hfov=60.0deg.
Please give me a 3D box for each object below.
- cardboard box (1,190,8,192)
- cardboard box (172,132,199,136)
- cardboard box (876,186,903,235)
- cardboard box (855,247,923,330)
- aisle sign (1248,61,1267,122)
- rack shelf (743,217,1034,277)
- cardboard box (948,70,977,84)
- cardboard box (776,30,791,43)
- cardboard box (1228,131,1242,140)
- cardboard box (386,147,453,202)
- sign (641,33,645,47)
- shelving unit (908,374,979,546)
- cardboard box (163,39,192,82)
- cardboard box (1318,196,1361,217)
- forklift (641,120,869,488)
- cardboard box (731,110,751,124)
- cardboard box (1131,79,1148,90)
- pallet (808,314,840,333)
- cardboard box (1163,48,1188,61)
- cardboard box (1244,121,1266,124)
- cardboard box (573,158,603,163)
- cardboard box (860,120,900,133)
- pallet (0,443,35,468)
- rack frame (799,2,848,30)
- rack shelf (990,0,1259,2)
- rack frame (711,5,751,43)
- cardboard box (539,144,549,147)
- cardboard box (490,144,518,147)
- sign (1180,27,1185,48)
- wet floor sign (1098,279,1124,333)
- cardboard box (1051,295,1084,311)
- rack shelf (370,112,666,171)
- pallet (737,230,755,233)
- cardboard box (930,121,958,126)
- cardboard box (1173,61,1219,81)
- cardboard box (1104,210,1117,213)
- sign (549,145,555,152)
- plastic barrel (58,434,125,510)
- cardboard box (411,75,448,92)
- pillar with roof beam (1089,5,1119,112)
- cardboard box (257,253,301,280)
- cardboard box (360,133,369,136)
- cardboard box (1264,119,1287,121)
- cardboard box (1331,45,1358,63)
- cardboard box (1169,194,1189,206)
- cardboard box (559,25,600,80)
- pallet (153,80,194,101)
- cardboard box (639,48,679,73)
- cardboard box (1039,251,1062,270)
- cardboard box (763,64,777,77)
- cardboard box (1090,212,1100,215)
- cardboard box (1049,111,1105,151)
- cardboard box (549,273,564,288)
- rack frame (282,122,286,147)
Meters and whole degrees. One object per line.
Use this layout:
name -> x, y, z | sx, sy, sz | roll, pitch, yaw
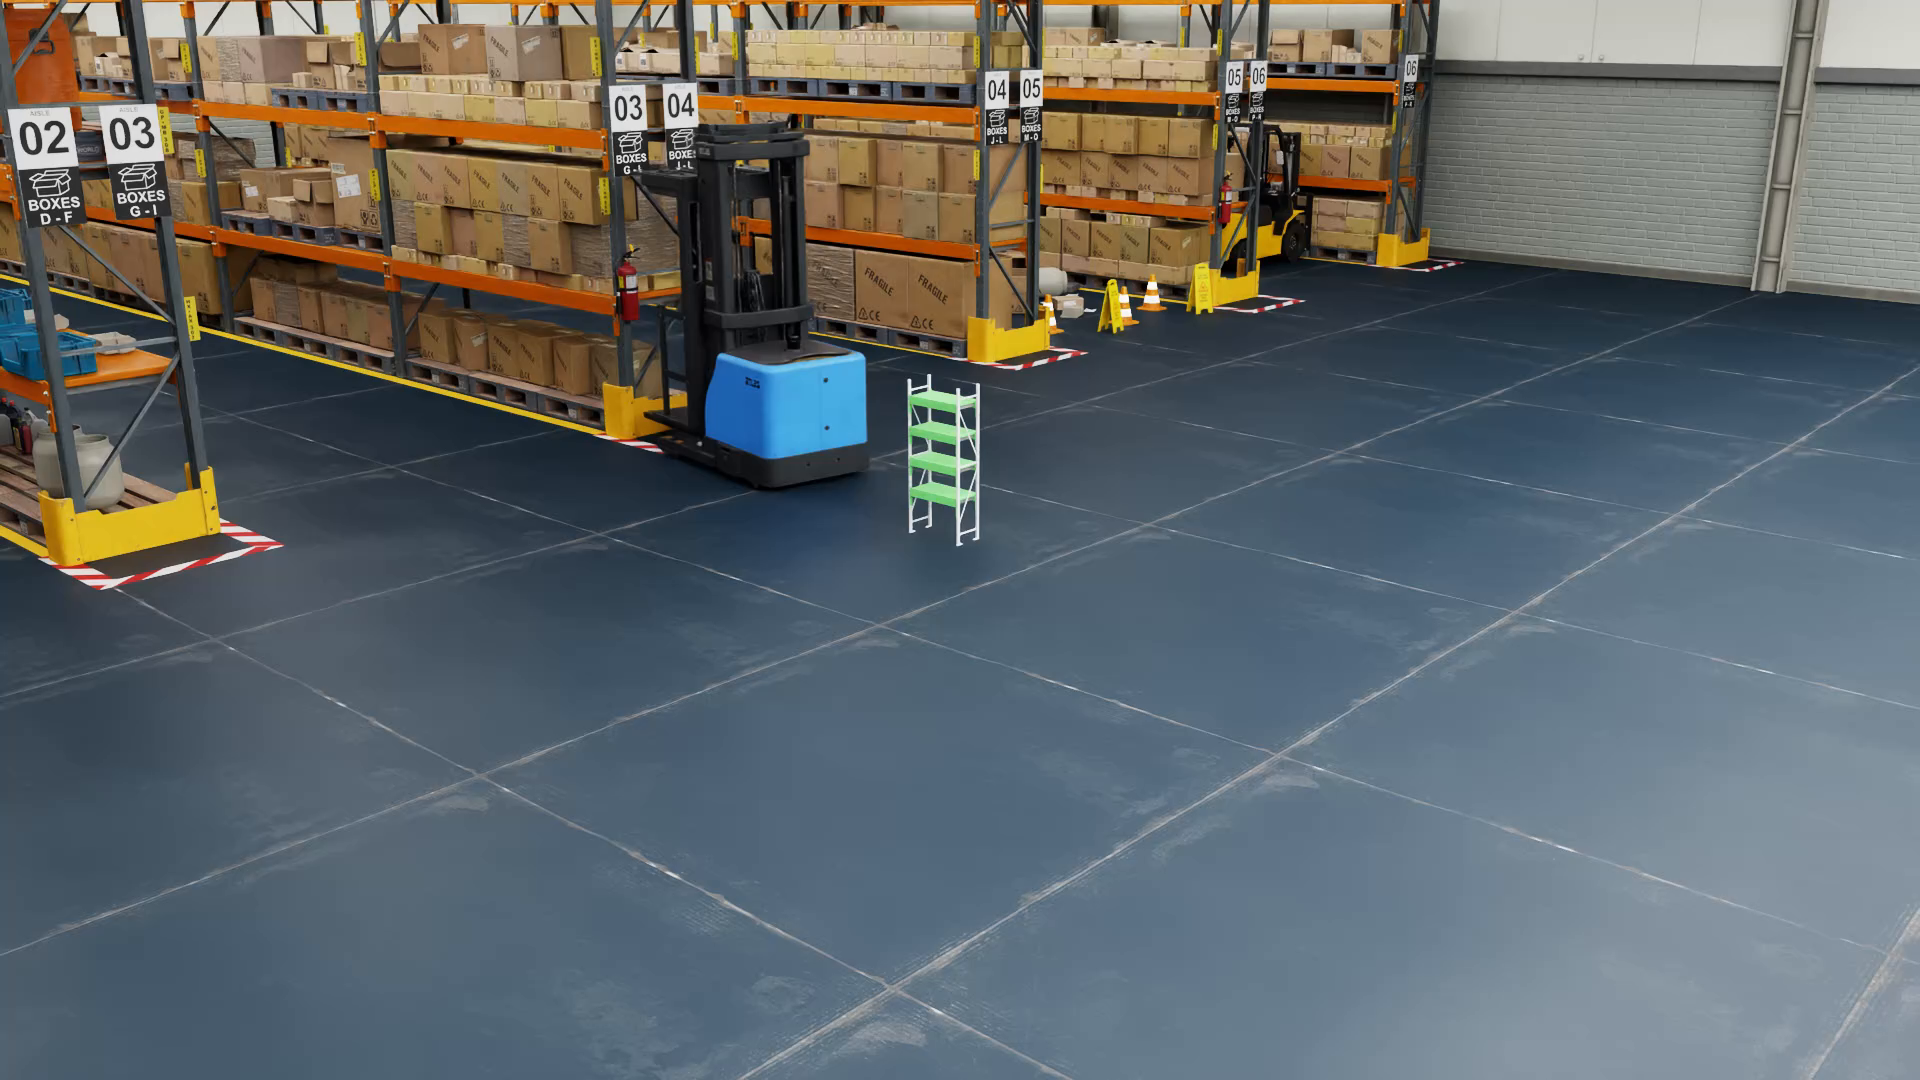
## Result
cardboard box -> -13.962, -5.253, 24.621 | 0.250, 0.149, 0.380 | 14, 23, 38
cardboard box -> -10.323, -5.060, 21.772 | 0.637, 0.503, 0.797 | 16, 24, 41
cardboard box -> -0.513, -3.996, 19.997 | 0.550, 0.550, 0.875 | 15, 23, 39
cardboard box -> -0.654, -3.099, 20.236 | 0.875, 0.875, 0.875 | 15, 23, 38
aisle sign -> 4.018, -6.051, 22.423 | 0.004, 0.787, 0.394 | 15, 23, 39
rack shelf -> -0.940, -3.673, 20.416 | 4.000, 0.370, 1.077 | 15, 23, 39
cardboard box -> 0.083, -5.162, 18.516 | 0.250, 0.149, 0.380 | 15, 23, 39
cardboard box -> -2.008, -6.103, 20.164 | 0.250, 0.149, 0.380 | 15, 23, 39
cardboard box -> 4.674, -6.751, 27.687 | 0.250, 0.149, 0.380 | 16, 23, 40
cardboard box -> -5.636, -3.834, 17.423 | 0.500, 0.500, 0.500 | 15, 23, 39
sign -> -5.576, -8.752, 29.286 | 0.005, 0.325, 0.100 | 15, 23, 39
shelving unit -> -0.124, -0.605, 12.535 | 0.503, 1.200, 0.258 | 15, 23, 39
cardboard box -> -9.299, -5.904, 20.432 | 0.797, 0.503, 0.637 | -17, 24, -42
cardboard box -> 6.121, -5.368, 26.764 | 0.500, 0.250, 0.500 | 16, 23, 40
forklift -> -2.082, -2.209, 14.727 | 1.130, 2.935, 3.031 | -13, 22, -36
cardboard box -> -3.534, -7.132, 28.307 | 0.500, 0.500, 0.500 | 15, 23, 39
cardboard box -> 2.567, -6.282, 22.903 | 0.250, 0.149, 0.380 | 15, 23, 39
pallet -> -1.919, -2.918, 21.457 | 1.213, 0.211, 1.003 | 15, 23, 39
cardboard box -> 2.947, -6.553, 22.440 | 0.250, 0.149, 0.380 | 15, 23, 39
cardboard box -> 4.897, -6.847, 27.497 | 0.250, 0.149, 0.380 | 15, 23, 38
cardboard box -> -3.411, -3.452, 16.222 | 0.500, 0.500, 0.500 | 15, 23, 39
cardboard box -> -1.238, -6.400, 26.466 | 0.500, 0.500, 0.500 | 16, 23, 40
pallet -> -8.616, -0.722, 14.536 | 1.213, 0.211, 1.003 | 15, 23, 39
rack frame -> -2.217, -9.220, 26.788 | 0.127, 3.000, 1.000 | 15, 23, 39
rack shelf -> 2.270, -7.671, 23.101 | 4.000, 0.370, 1.077 | 15, 23, 39
rack frame -> -4.909, -11.950, 35.390 | 0.127, 3.000, 1.000 | 15, 23, 39
cardboard box -> -6.028, -5.825, 24.744 | 0.250, 0.149, 0.380 | 15, 23, 39
cardboard box -> -6.683, -5.736, 24.463 | 0.250, 0.149, 0.380 | 16, 24, 41
sign -> 3.714, -8.383, 27.733 | 0.005, 0.325, 0.100 | 15, 23, 39
wet floor sign -> 1.892, -2.934, 20.791 | 0.232, 0.644, 0.267 | 11, 20, 30
cardboard box -> 1.446, -3.202, 22.454 | 0.380, 0.149, 0.250 | -6, 18, -18
rack shelf -> -4.308, -4.001, 16.490 | 4.000, 0.370, 1.077 | 15, 23, 39
pallet -> -3.665, -5.452, 29.442 | 1.213, 0.211, 1.003 | 15, 23, 39
cardboard box -> -0.245, -6.433, 25.501 | 0.250, 0.149, 0.380 | 14, 22, 38
cardboard box -> 3.205, -6.296, 22.290 | 0.500, 0.250, 0.500 | 15, 23, 39
cardboard box -> 3.093, -6.009, 29.820 | 0.625, 0.625, 0.875 | 15, 23, 39
sign -> -5.780, -5.610, 23.547 | 0.005, 0.325, 0.100 | 15, 23, 39
plastic barrel -> -6.642, -0.521, 12.713 | 0.421, 0.512, 0.421 | 0, 18, 0
cardboard box -> -5.331, -4.631, 16.876 | 0.250, 0.149, 0.380 | 15, 23, 40
pillar with roof beam -> -0.209, -9.312, 27.078 | 0.400, 9.000, 9.100 | 15, 23, 39
cardboard box -> -8.274, -3.367, 20.426 | 0.500, 0.250, 0.500 | 16, 24, 41
cardboard box -> -9.356, -6.351, 27.007 | 0.500, 0.500, 0.500 | 14, 23, 38
cardboard box -> 5.282, -6.982, 27.923 | 0.250, 0.149, 0.380 | 15, 23, 38
cardboard box -> 6.047, -7.640, 26.131 | 0.258, 0.266, 0.396 | 15, 23, 39
cardboard box -> 3.081, -4.687, 22.837 | 0.250, 0.149, 0.380 | 15, 23, 39
cardboard box -> -3.743, -4.729, 16.112 | 0.500, 0.500, 0.500 | 15, 23, 39
pallet -> -9.312, -5.576, 20.575 | 1.003, 0.211, 1.213 | 16, 24, 42
cardboard box -> -3.893, -6.355, 22.005 | 0.500, 0.311, 0.500 | 14, 22, 37
cardboard box -> 1.443, -4.163, 24.622 | 0.500, 0.250, 0.500 | 17, 24, 42
cardboard box -> -2.194, -5.774, 20.443 | 0.250, 0.149, 0.380 | 15, 23, 39
cardboard box -> 1.777, -4.645, 24.900 | 0.500, 0.500, 0.500 | 16, 23, 40
cardboard box -> 1.685, -5.872, 23.845 | 0.500, 0.500, 0.700 | 14, 23, 38
cardboard box -> -3.746, -2.546, 16.090 | 0.250, 0.149, 0.380 | 15, 23, 39
rack frame -> -11.411, -6.827, 29.164 | 0.127, 3.000, 1.000 | 15, 23, 39
